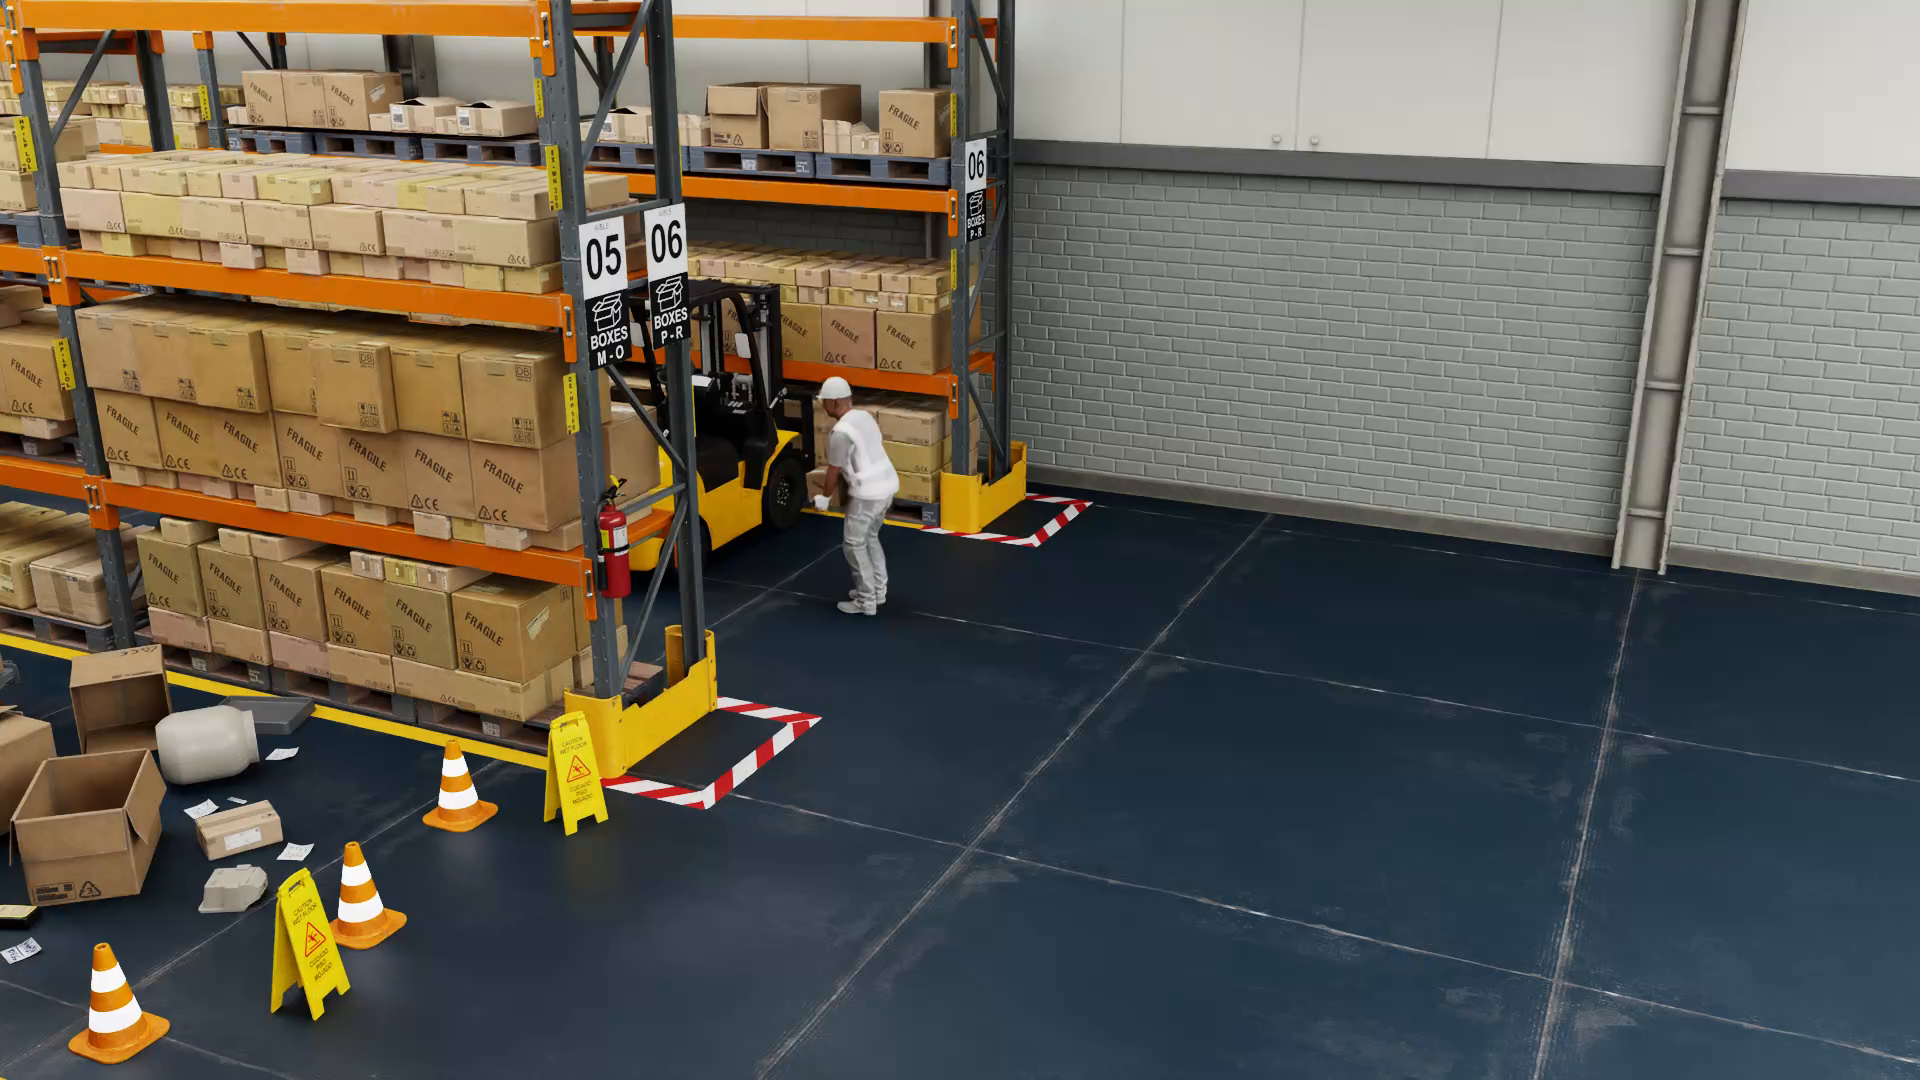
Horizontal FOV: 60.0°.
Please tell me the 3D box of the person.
[{"bbox_3d":[-0.767,-0.329,12.083,0.618,1.726,0.485,8,20,22],"label":"person"}]
